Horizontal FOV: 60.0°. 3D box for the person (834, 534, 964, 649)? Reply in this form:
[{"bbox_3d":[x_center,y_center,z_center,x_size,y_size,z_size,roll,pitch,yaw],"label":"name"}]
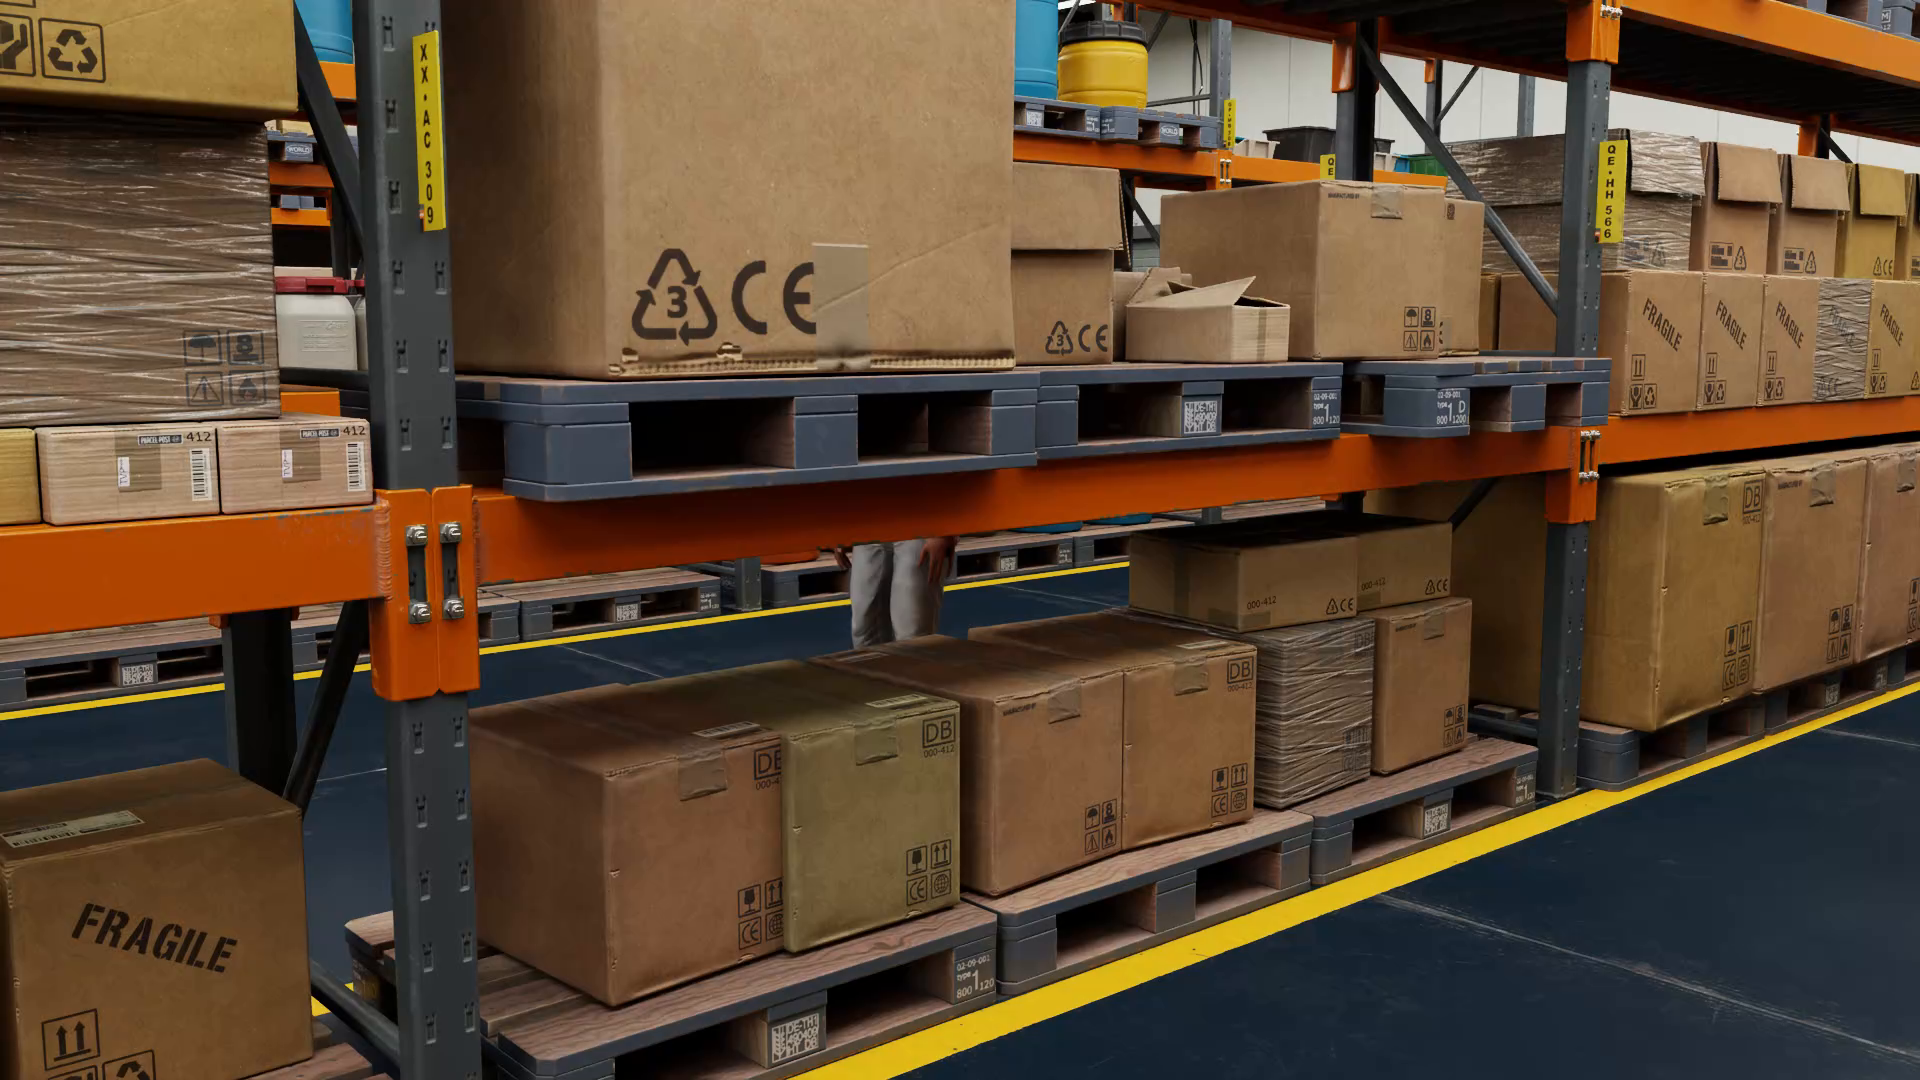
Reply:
[{"bbox_3d":[-0.219,-0.037,5.994,0.454,1.761,0.611,-7,10,-43],"label":"person"}]
